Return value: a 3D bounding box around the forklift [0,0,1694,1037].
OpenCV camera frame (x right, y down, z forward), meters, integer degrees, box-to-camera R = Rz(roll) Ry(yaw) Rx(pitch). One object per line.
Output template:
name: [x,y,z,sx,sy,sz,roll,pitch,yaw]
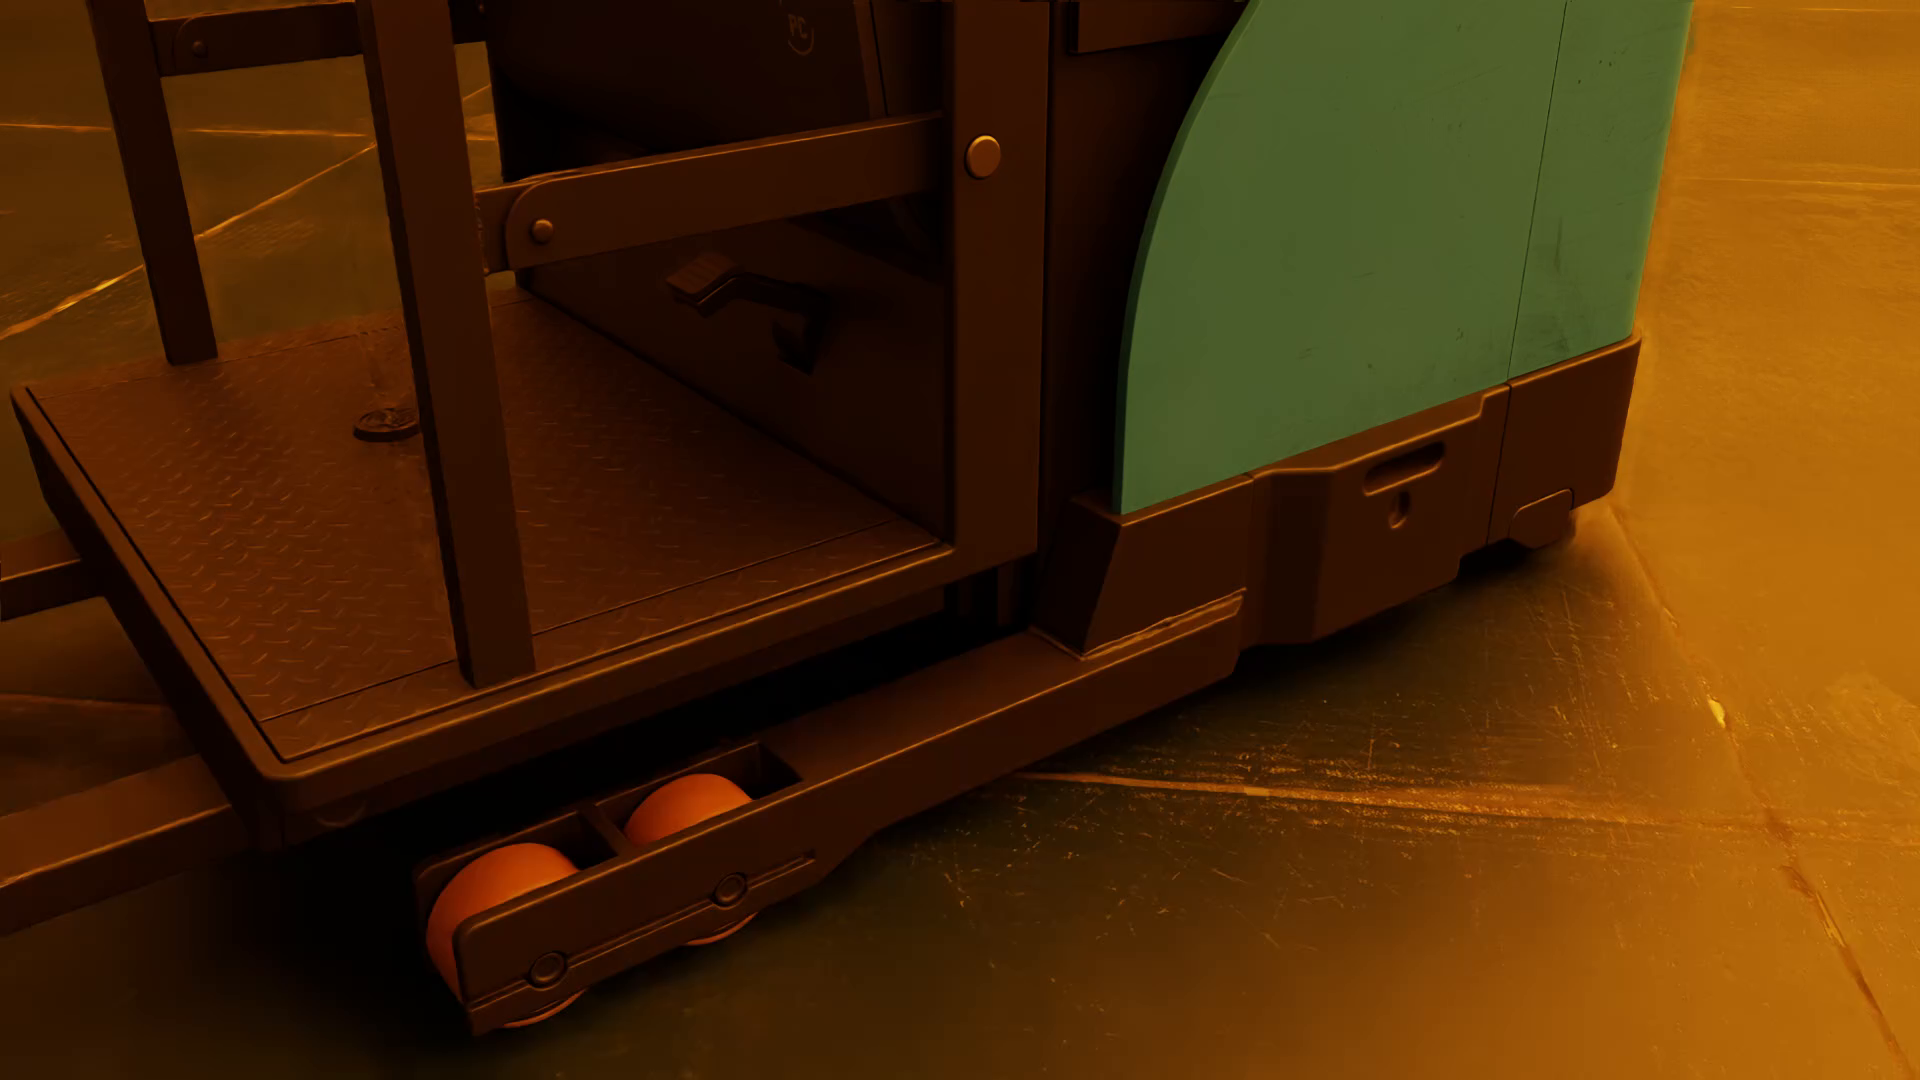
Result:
forklift: [-0.491,-1.120,1.461,3.031,2.935,1.130,-19,32,-33]
